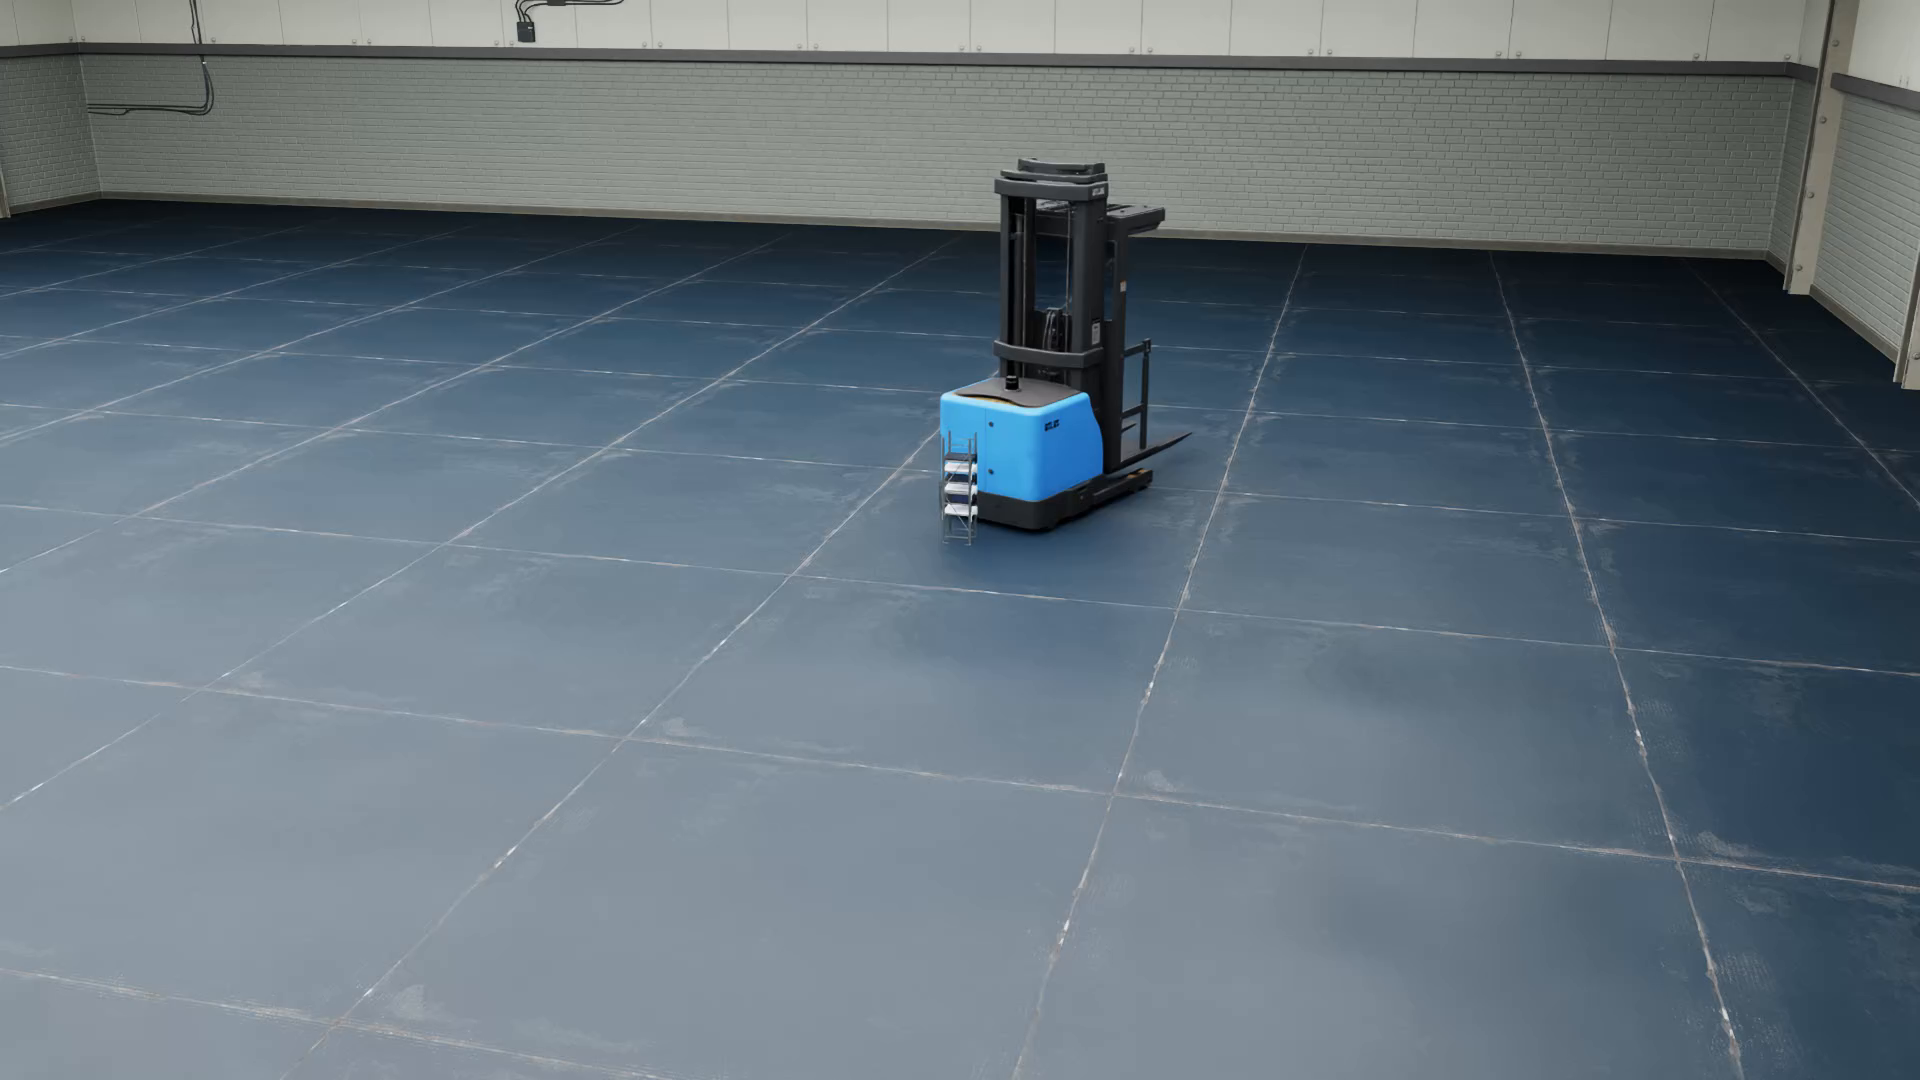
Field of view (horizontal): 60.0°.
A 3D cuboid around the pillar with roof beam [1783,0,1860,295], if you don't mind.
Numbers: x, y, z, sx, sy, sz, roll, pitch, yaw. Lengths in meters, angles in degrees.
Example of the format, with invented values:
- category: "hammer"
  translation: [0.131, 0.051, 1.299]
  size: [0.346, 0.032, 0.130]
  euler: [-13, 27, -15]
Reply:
- category: "pillar with roof beam"
  translation: [8.060, -8.225, 23.845]
  size: [9.100, 9.000, 0.400]
  euler: [5, 19, 13]

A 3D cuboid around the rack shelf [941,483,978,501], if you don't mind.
- category: "rack shelf"
  translation: [-0.002, -0.392, 13.545]
  size: [0.258, 0.077, 0.200]
  euler: [5, 19, 13]

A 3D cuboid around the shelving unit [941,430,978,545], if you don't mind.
- category: "shelving unit"
  translation: [-0.002, -0.423, 13.535]
  size: [0.258, 0.900, 0.210]
  euler: [5, 19, 13]

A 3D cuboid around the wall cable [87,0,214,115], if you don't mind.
- category: "wall cable"
  translation: [-16.308, -9.722, 33.032]
  size: [3.097, 2.526, 0.112]
  euler: [5, 19, 13]

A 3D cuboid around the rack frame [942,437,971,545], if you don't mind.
- category: "rack frame"
  translation: [-0.027, -0.391, 13.441]
  size: [0.240, 0.900, 0.006]
  euler: [5, 19, 13]

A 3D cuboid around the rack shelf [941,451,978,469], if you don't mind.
- category: "rack shelf"
  translation: [-0.002, -0.647, 13.458]
  size: [0.258, 0.077, 0.200]
  euler: [5, 19, 13]

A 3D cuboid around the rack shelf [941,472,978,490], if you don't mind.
- category: "rack shelf"
  translation: [-0.002, -0.477, 13.516]
  size: [0.258, 0.077, 0.200]
  euler: [5, 19, 13]

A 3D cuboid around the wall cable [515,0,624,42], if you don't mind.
- category: "wall cable"
  translation: [-7.107, -12.046, 29.771]
  size: [2.305, 6.003, 0.169]
  euler: [5, 19, 13]

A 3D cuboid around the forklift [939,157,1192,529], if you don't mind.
- category: "forklift"
  translation: [1.089, -1.889, 14.684]
  size: [1.130, 2.935, 3.031]
  euler: [13, 23, 34]

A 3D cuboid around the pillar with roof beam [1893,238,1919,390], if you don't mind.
- category: "pillar with roof beam"
  translation: [6.594, -6.344, 18.339]
  size: [9.100, 9.000, 0.400]
  euler: [5, 19, 13]

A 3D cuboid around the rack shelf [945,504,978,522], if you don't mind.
- category: "rack shelf"
  translation: [-0.002, -0.221, 13.604]
  size: [0.258, 0.077, 0.200]
  euler: [5, 19, 13]

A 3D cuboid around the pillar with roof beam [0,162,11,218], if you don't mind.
- category: "pillar with roof beam"
  translation: [-14.136, -10.032, 29.137]
  size: [9.100, 9.000, 0.400]
  euler: [5, 19, 13]

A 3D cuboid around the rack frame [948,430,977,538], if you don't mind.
- category: "rack frame"
  translation: [0.023, -0.455, 13.628]
  size: [0.240, 0.900, 0.006]
  euler: [5, 19, 13]

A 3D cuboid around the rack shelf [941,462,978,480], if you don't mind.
- category: "rack shelf"
  translation: [-0.002, -0.562, 13.487]
  size: [0.258, 0.077, 0.200]
  euler: [5, 19, 13]

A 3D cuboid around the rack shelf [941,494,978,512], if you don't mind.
- category: "rack shelf"
  translation: [-0.002, -0.307, 13.575]
  size: [0.258, 0.077, 0.200]
  euler: [5, 19, 13]
